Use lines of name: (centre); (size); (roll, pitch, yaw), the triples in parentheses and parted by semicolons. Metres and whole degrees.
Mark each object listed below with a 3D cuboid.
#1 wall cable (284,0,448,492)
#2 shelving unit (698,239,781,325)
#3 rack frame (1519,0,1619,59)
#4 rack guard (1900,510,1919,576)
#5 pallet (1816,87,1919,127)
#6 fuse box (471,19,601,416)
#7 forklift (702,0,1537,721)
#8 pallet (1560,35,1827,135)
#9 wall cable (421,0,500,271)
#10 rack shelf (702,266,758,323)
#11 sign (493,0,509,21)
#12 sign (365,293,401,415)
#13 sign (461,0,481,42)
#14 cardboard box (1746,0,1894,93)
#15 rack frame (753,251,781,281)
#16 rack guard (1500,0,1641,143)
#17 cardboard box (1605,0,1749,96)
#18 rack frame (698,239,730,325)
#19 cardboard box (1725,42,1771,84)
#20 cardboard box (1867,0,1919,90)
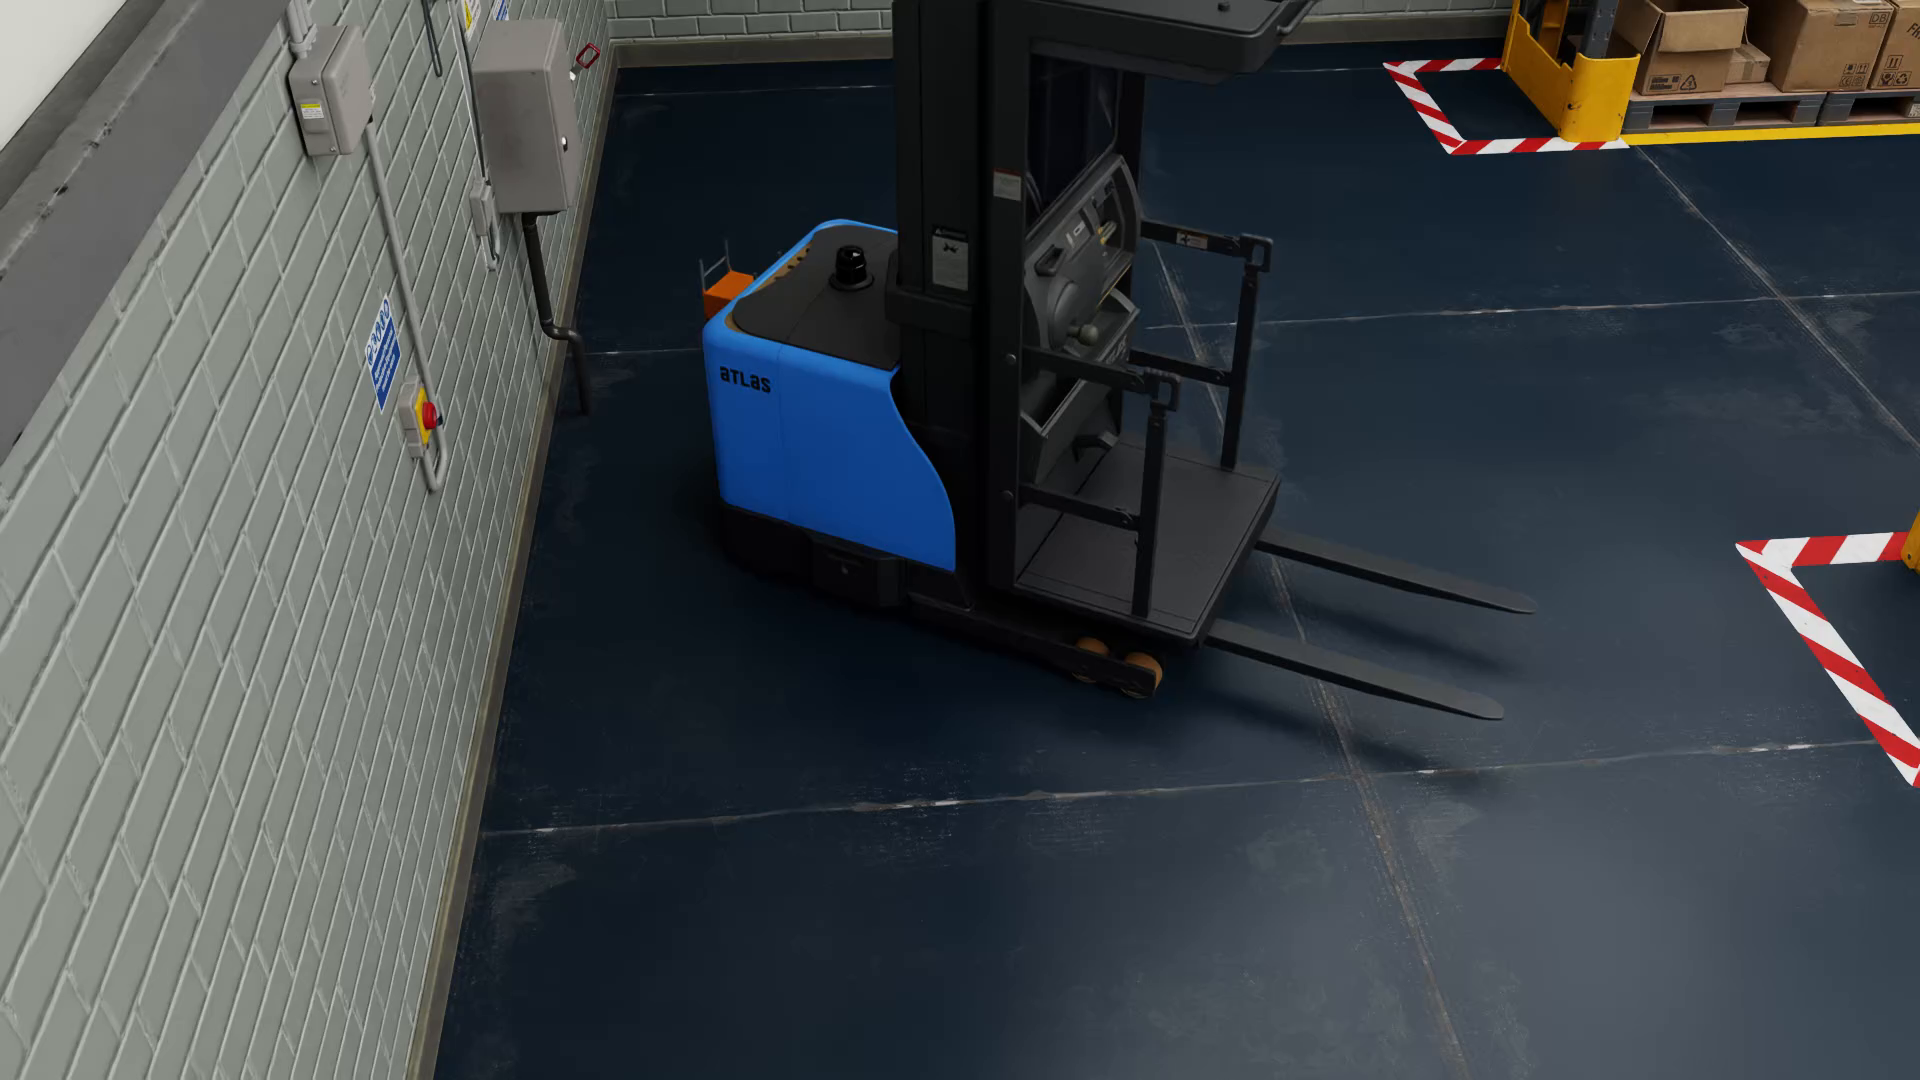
wall cable: (-1.604, -0.877, 4.595); (0.123, 1.953, 0.585); (-3, 38, -4)
shelving unit: (-0.854, -0.689, 6.776); (0.252, 1.050, 0.215); (16, 41, 20)
rack frame: (3.567, -3.852, 9.211); (0.127, 3.000, 1.000); (-3, 38, -4)
rack guard: (3.986, 0.193, 6.102); (0.348, 0.500, 1.175); (-3, 38, -4)
pallet: (5.649, -2.871, 10.218); (1.213, 0.211, 1.003); (-3, 38, -4)
fuse box: (-1.645, -1.264, 6.971); (0.414, 1.711, 0.539); (-3, 38, -4)
forklift: (0.605, -0.955, 5.594); (3.031, 2.935, 1.130); (16, 41, 20)
pallet: (4.436, -2.806, 10.136); (1.213, 0.211, 1.003); (-3, 38, -4)
wall cable: (-1.742, -1.739, 5.713); (0.122, 1.984, 0.588); (-3, 38, -4)
rack shelf: (-0.854, -0.904, 6.606); (0.240, 0.259, 0.215); (16, 41, 20)
sign: (-1.895, -2.026, 6.973); (0.001, 0.494, 0.329); (-3, 38, -4)
sign: (-1.661, -0.539, 4.793); (0.001, 0.218, 0.327); (-3, 38, -4)
sign: (-1.847, -2.049, 6.259); (0.001, 0.242, 0.339); (-3, 38, -4)
cardboard box: (5.039, -3.034, 9.852); (0.500, 0.500, 0.700); (-2, 38, -2)
rack frame: (-0.744, -0.657, 6.735); (0.008, 1.050, 0.200); (16, 41, 20)
rack guard: (3.642, -2.875, 9.990); (0.348, 0.500, 1.175); (-3, 38, -4)
cardboard box: (4.184, -3.012, 9.822); (0.637, 0.503, 0.797); (-5, 39, -6)
rack frame: (-0.964, -0.721, 6.817); (0.008, 1.050, 0.200); (16, 41, 20)
cardboard box: (4.611, -2.872, 9.931); (0.250, 0.149, 0.380); (-5, 39, -6)
cardboard box: (5.575, -3.001, 9.811); (0.500, 0.500, 0.500); (-2, 38, -3)
